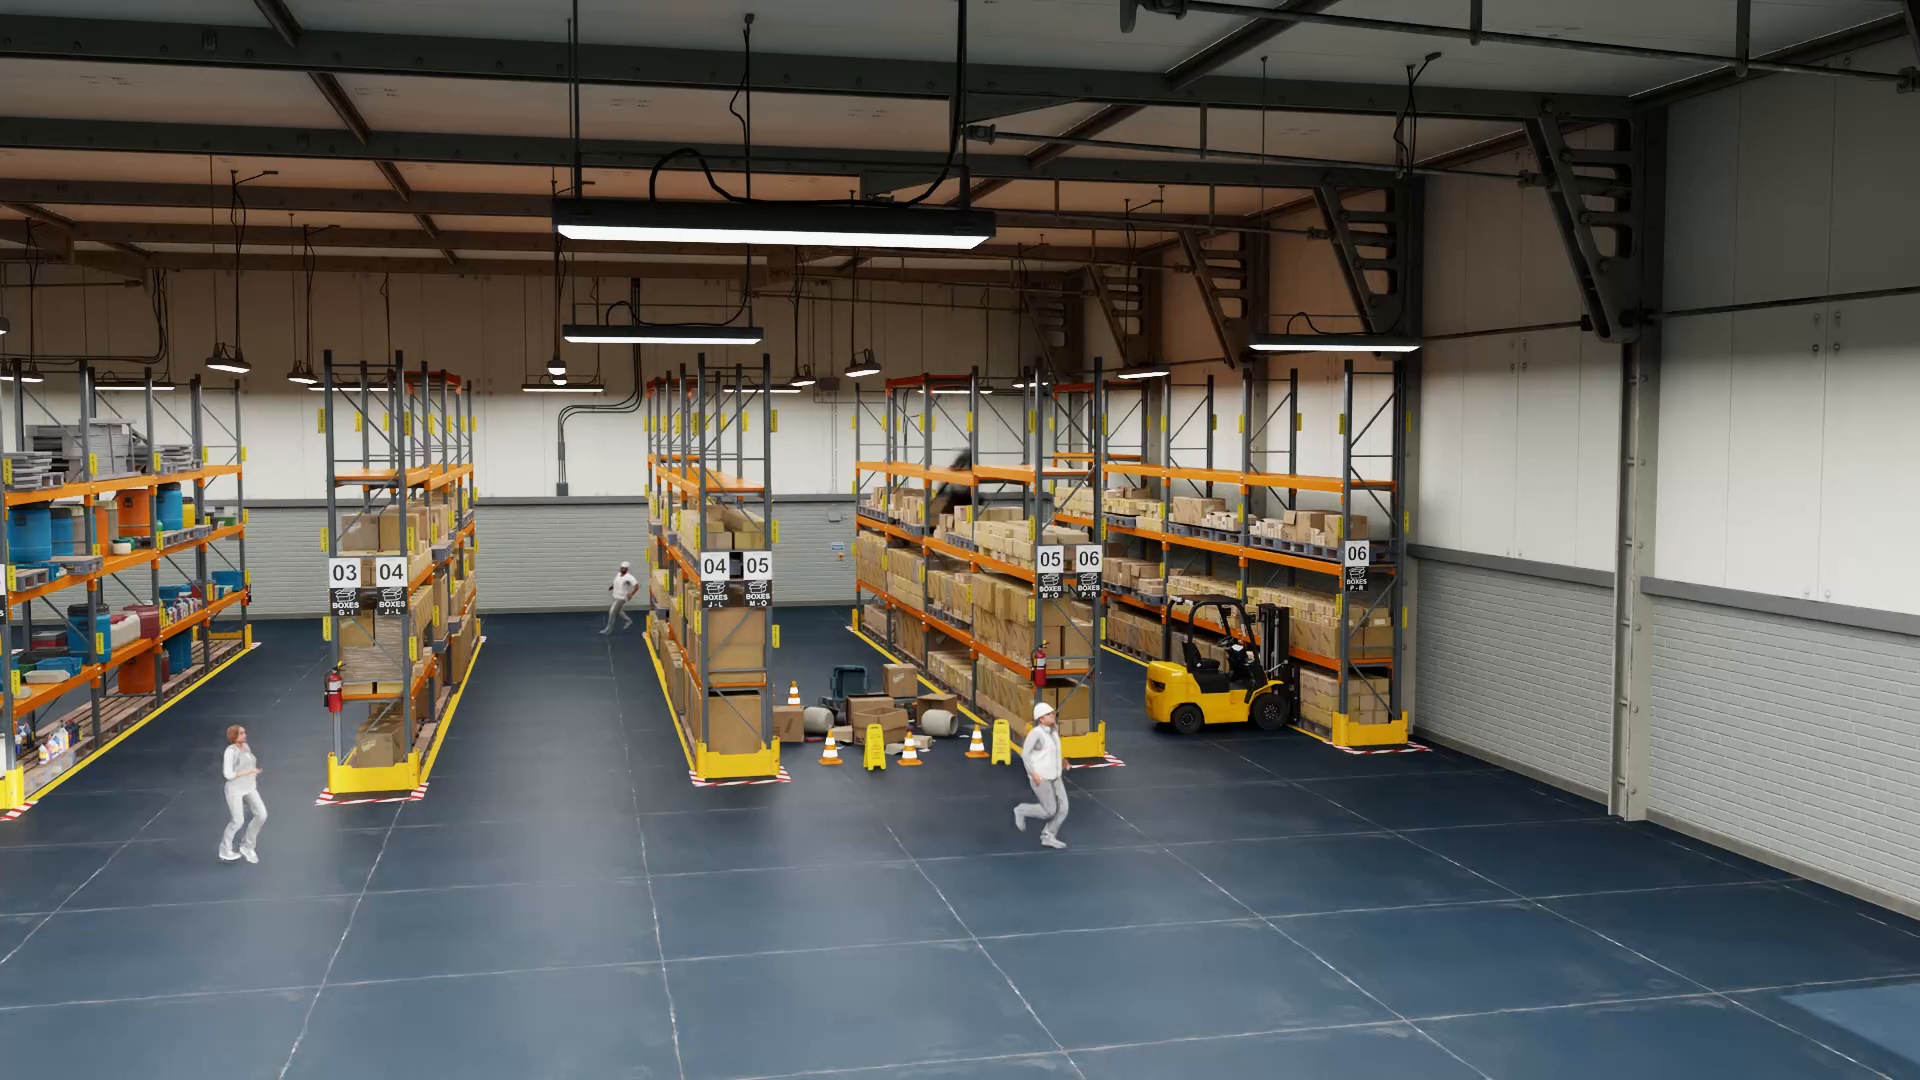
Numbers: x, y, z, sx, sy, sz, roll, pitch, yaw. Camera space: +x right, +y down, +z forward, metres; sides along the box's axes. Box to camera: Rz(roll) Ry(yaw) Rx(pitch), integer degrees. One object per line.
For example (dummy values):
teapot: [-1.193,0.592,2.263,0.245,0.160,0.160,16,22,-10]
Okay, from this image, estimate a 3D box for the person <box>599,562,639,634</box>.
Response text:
person: [-8.122,1.377,39.597,0.921,1.720,0.765,-3,5,-37]

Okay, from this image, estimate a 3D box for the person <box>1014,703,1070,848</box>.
person: [0.984,2.779,19.714,0.627,1.708,0.662,3,5,35]

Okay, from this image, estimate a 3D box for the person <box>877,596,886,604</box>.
person: [-1.773,1.227,41.593,0.715,1.740,0.688,1,4,13]

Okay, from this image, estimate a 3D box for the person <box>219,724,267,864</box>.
person: [-8.147,2.904,18.896,0.635,1.596,0.514,1,4,17]
